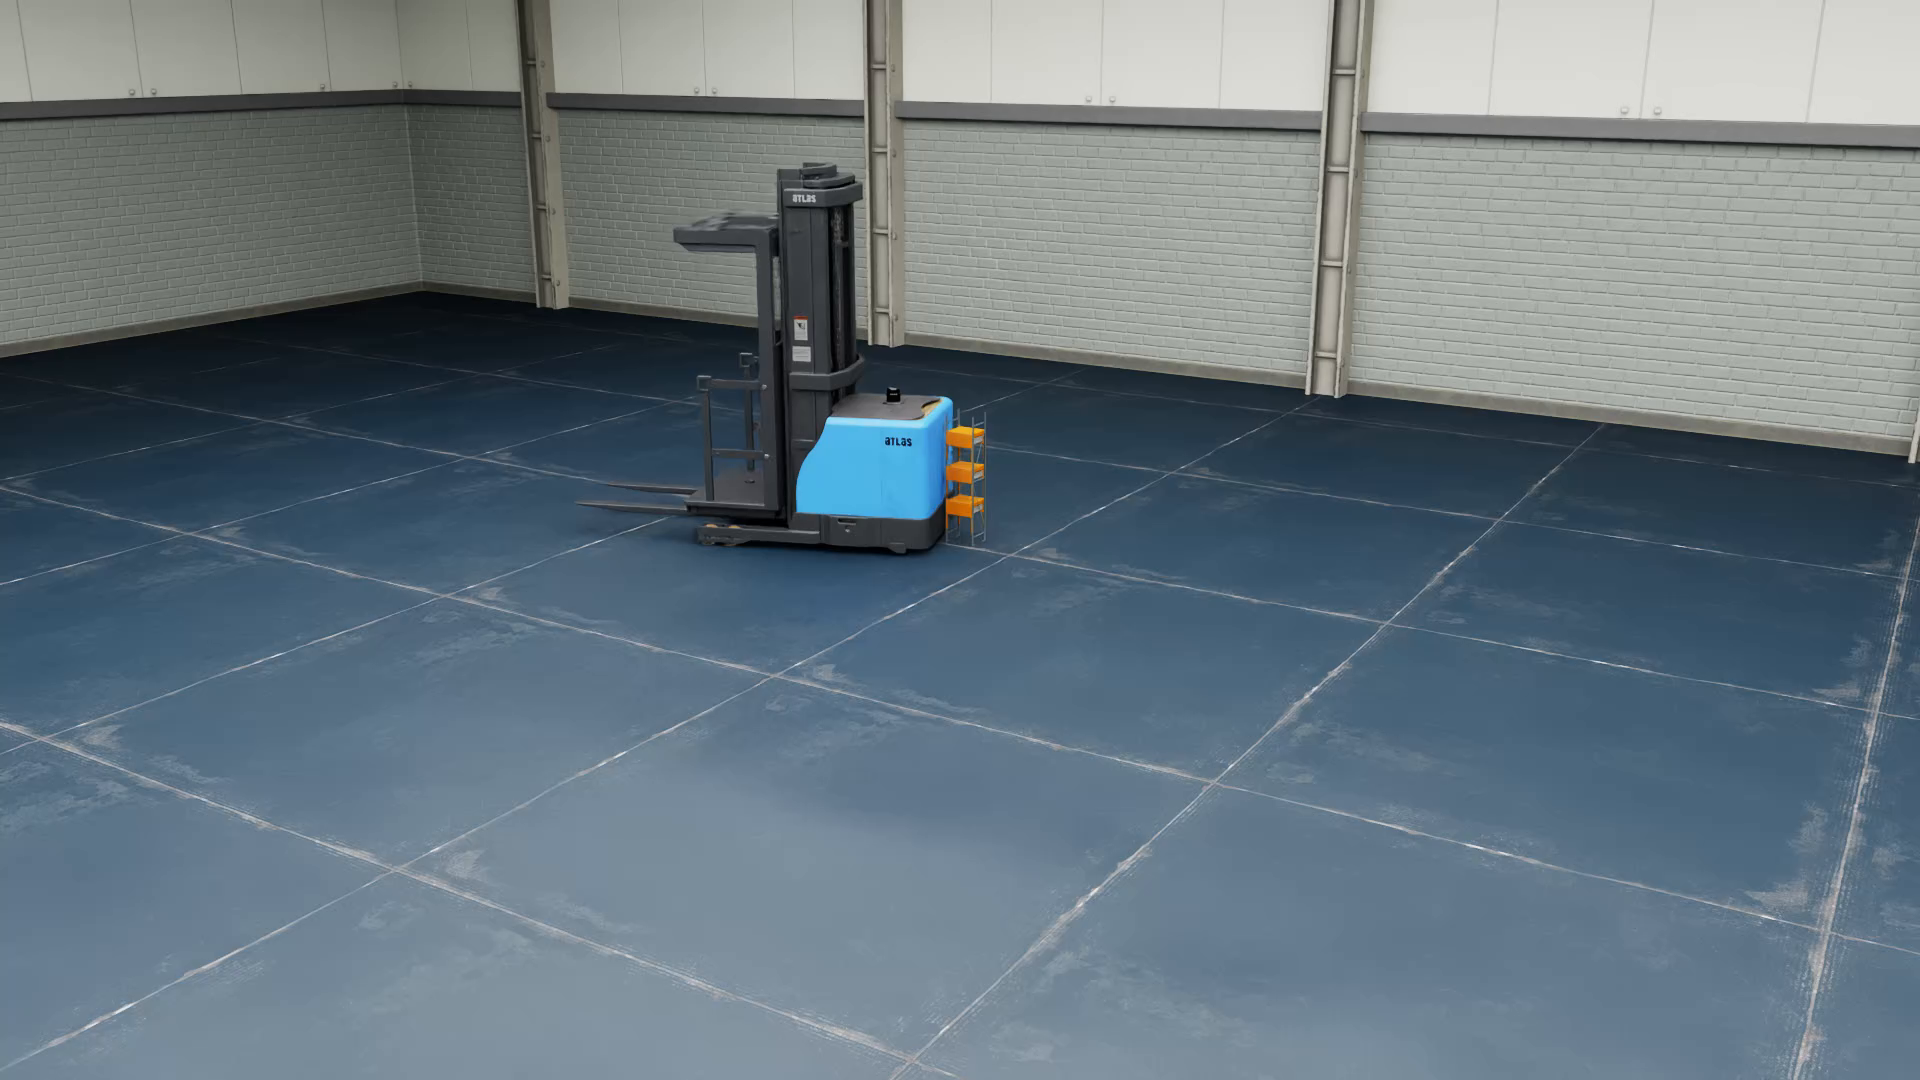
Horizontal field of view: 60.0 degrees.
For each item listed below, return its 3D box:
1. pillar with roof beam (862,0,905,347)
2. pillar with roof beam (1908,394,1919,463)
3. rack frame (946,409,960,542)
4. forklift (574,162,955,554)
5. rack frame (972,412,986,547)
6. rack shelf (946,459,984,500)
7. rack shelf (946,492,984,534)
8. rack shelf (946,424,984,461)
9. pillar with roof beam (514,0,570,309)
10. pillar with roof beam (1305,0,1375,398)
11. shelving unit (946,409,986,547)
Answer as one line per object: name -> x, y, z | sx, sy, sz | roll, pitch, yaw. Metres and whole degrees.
pillar with roof beam -> -3.215, -5.811, 17.028 | 0.400, 9.000, 9.100 | 10, 20, 30
pillar with roof beam -> 7.011, -3.986, 11.019 | 0.400, 9.000, 9.100 | 10, 20, 30
rack frame -> -0.058, -0.513, 13.263 | 0.008, 1.050, 0.200 | 10, 20, 30
forklift -> -1.616, -1.495, 13.260 | 3.031, 2.935, 1.130 | 4, 17, 11
rack frame -> 0.150, -0.476, 13.141 | 0.008, 1.050, 0.200 | 10, 20, 30
rack shelf -> 0.046, -0.484, 13.205 | 0.240, 0.259, 0.215 | 10, 20, 30
rack shelf -> 0.046, -0.218, 13.286 | 0.240, 0.259, 0.215 | 10, 20, 30
rack shelf -> 0.046, -0.756, 13.122 | 0.240, 0.259, 0.215 | 10, 20, 30
pillar with roof beam -> -8.327, -6.724, 20.033 | 0.400, 9.000, 9.100 | 10, 20, 30
pillar with roof beam -> 1.898, -4.898, 14.024 | 0.400, 9.000, 9.100 | 10, 20, 30
shelving unit -> 0.046, -0.494, 13.202 | 0.252, 1.050, 0.215 | 10, 20, 30
